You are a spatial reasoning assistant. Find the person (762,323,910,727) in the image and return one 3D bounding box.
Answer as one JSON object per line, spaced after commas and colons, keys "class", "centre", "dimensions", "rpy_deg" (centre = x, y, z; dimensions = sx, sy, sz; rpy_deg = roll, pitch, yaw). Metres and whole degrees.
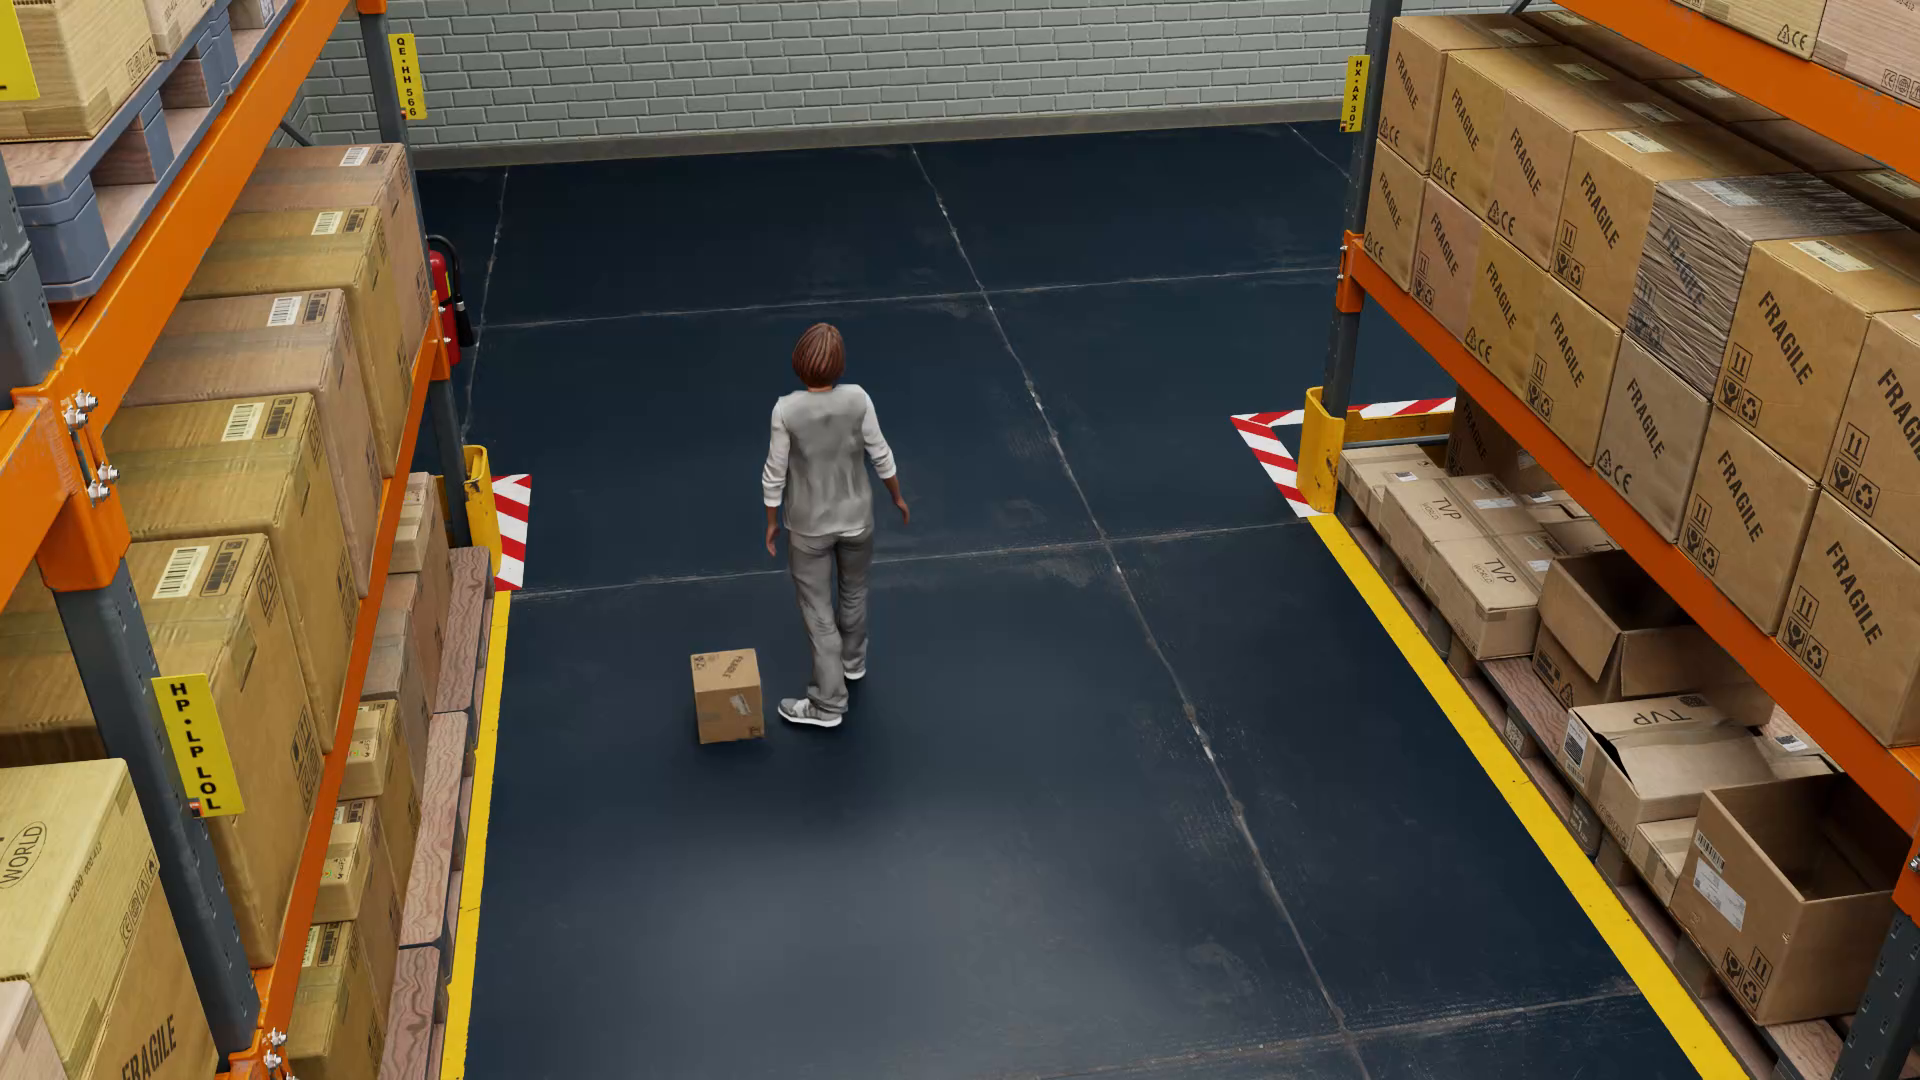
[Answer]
{"class": "person", "centre": [-0.470, -0.093, 6.269], "dimensions": [0.591, 1.584, 0.564], "rpy_deg": [-11, 33, -18]}
